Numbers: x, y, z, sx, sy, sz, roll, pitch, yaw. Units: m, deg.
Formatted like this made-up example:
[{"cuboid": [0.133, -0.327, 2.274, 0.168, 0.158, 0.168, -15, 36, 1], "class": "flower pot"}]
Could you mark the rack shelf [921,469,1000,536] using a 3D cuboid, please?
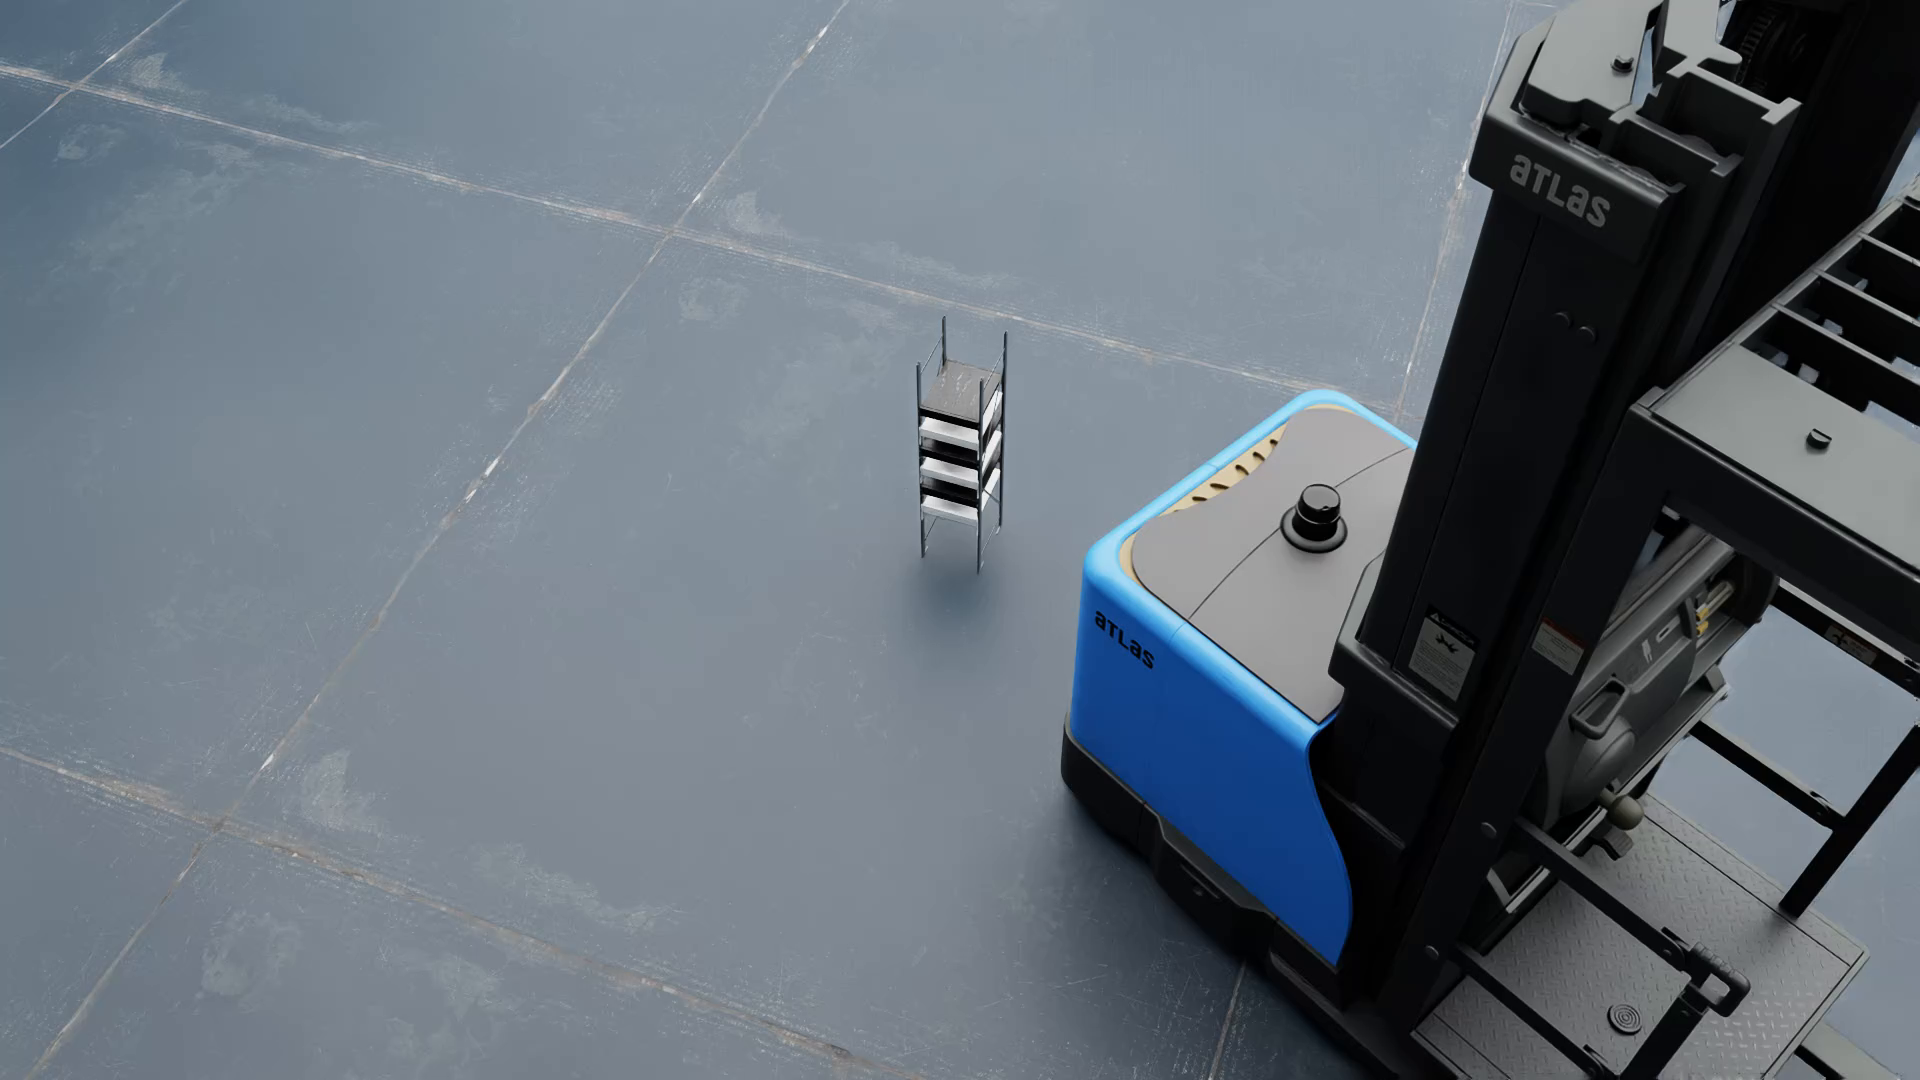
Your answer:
[{"cuboid": [0.008, -0.153, 5.569, 0.200, 0.077, 0.258, 16, 51, 13], "class": "rack shelf"}]

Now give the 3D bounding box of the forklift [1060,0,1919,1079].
[{"cuboid": [1.669, 0.358, 3.500, 1.130, 2.935, 3.031, -35, 57, -26], "class": "forklift"}]

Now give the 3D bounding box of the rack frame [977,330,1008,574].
[{"cuboid": [0.103, -0.266, 5.385, 0.006, 0.900, 0.240, 16, 51, 13], "class": "rack frame"}]

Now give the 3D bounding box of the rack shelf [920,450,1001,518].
[{"cuboid": [0.008, -0.212, 5.501, 0.200, 0.077, 0.258, 16, 51, 13], "class": "rack shelf"}]

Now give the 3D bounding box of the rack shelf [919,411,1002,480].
[{"cuboid": [0.008, -0.330, 5.365, 0.200, 0.077, 0.258, 16, 51, 13], "class": "rack shelf"}]

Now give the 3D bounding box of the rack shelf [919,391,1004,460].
[{"cuboid": [0.008, -0.389, 5.297, 0.200, 0.077, 0.258, 16, 51, 13], "class": "rack shelf"}]

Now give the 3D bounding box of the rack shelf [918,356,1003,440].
[{"cuboid": [0.008, -0.448, 5.229, 0.200, 0.077, 0.258, 16, 51, 13], "class": "rack shelf"}]

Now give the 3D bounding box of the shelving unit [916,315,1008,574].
[{"cuboid": [0.008, -0.293, 5.408, 0.210, 0.900, 0.258, 16, 51, 13], "class": "shelving unit"}]

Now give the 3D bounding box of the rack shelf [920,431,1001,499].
[{"cuboid": [0.008, -0.271, 5.433, 0.200, 0.077, 0.258, 16, 51, 13], "class": "rack shelf"}]

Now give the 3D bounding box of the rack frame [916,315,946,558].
[{"cuboid": [-0.088, -0.319, 5.431, 0.006, 0.900, 0.240, 16, 51, 13], "class": "rack frame"}]
